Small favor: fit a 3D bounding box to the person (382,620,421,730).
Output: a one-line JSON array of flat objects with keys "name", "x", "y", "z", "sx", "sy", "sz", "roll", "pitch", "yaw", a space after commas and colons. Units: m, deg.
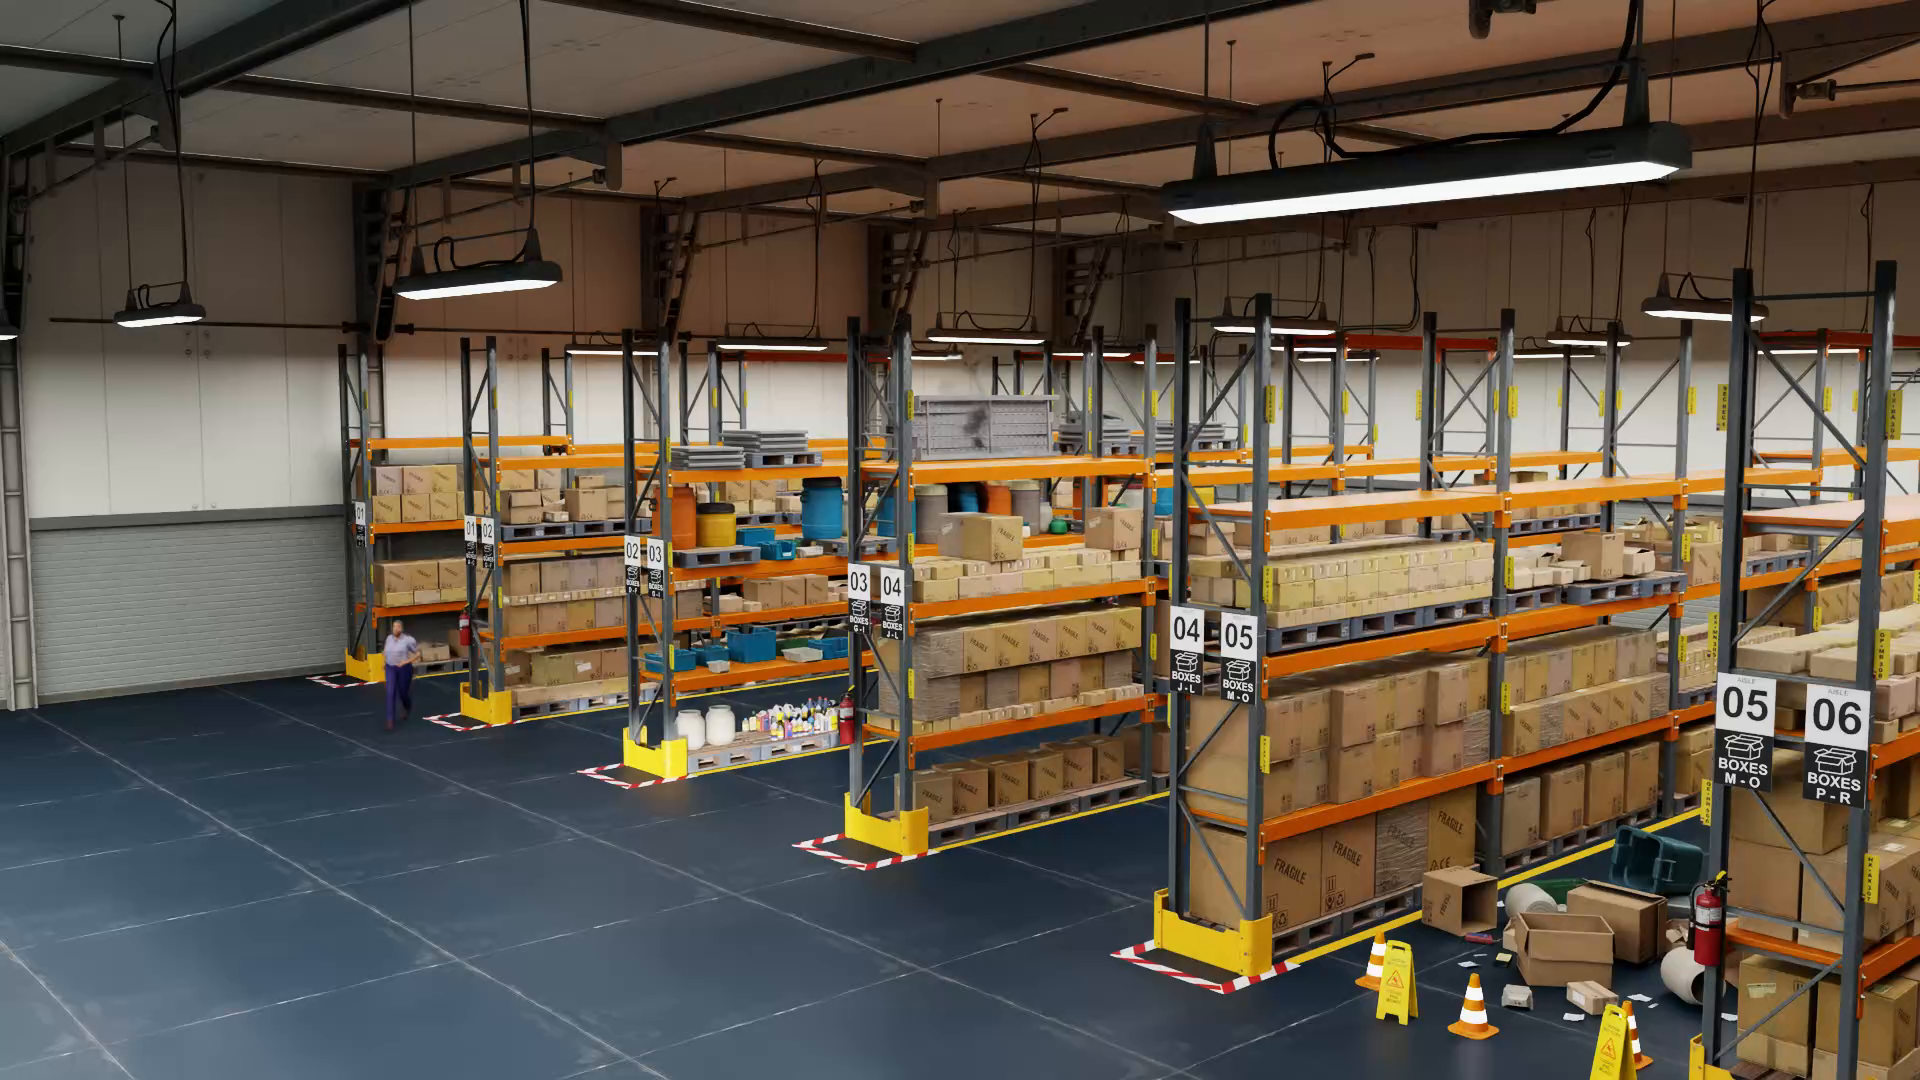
[{"name": "person", "x": -8.587, "y": 2.033, "z": 25.582, "sx": 0.601, "sy": 1.636, "sz": 0.899, "roll": 0, "pitch": 5, "yaw": -3}]
